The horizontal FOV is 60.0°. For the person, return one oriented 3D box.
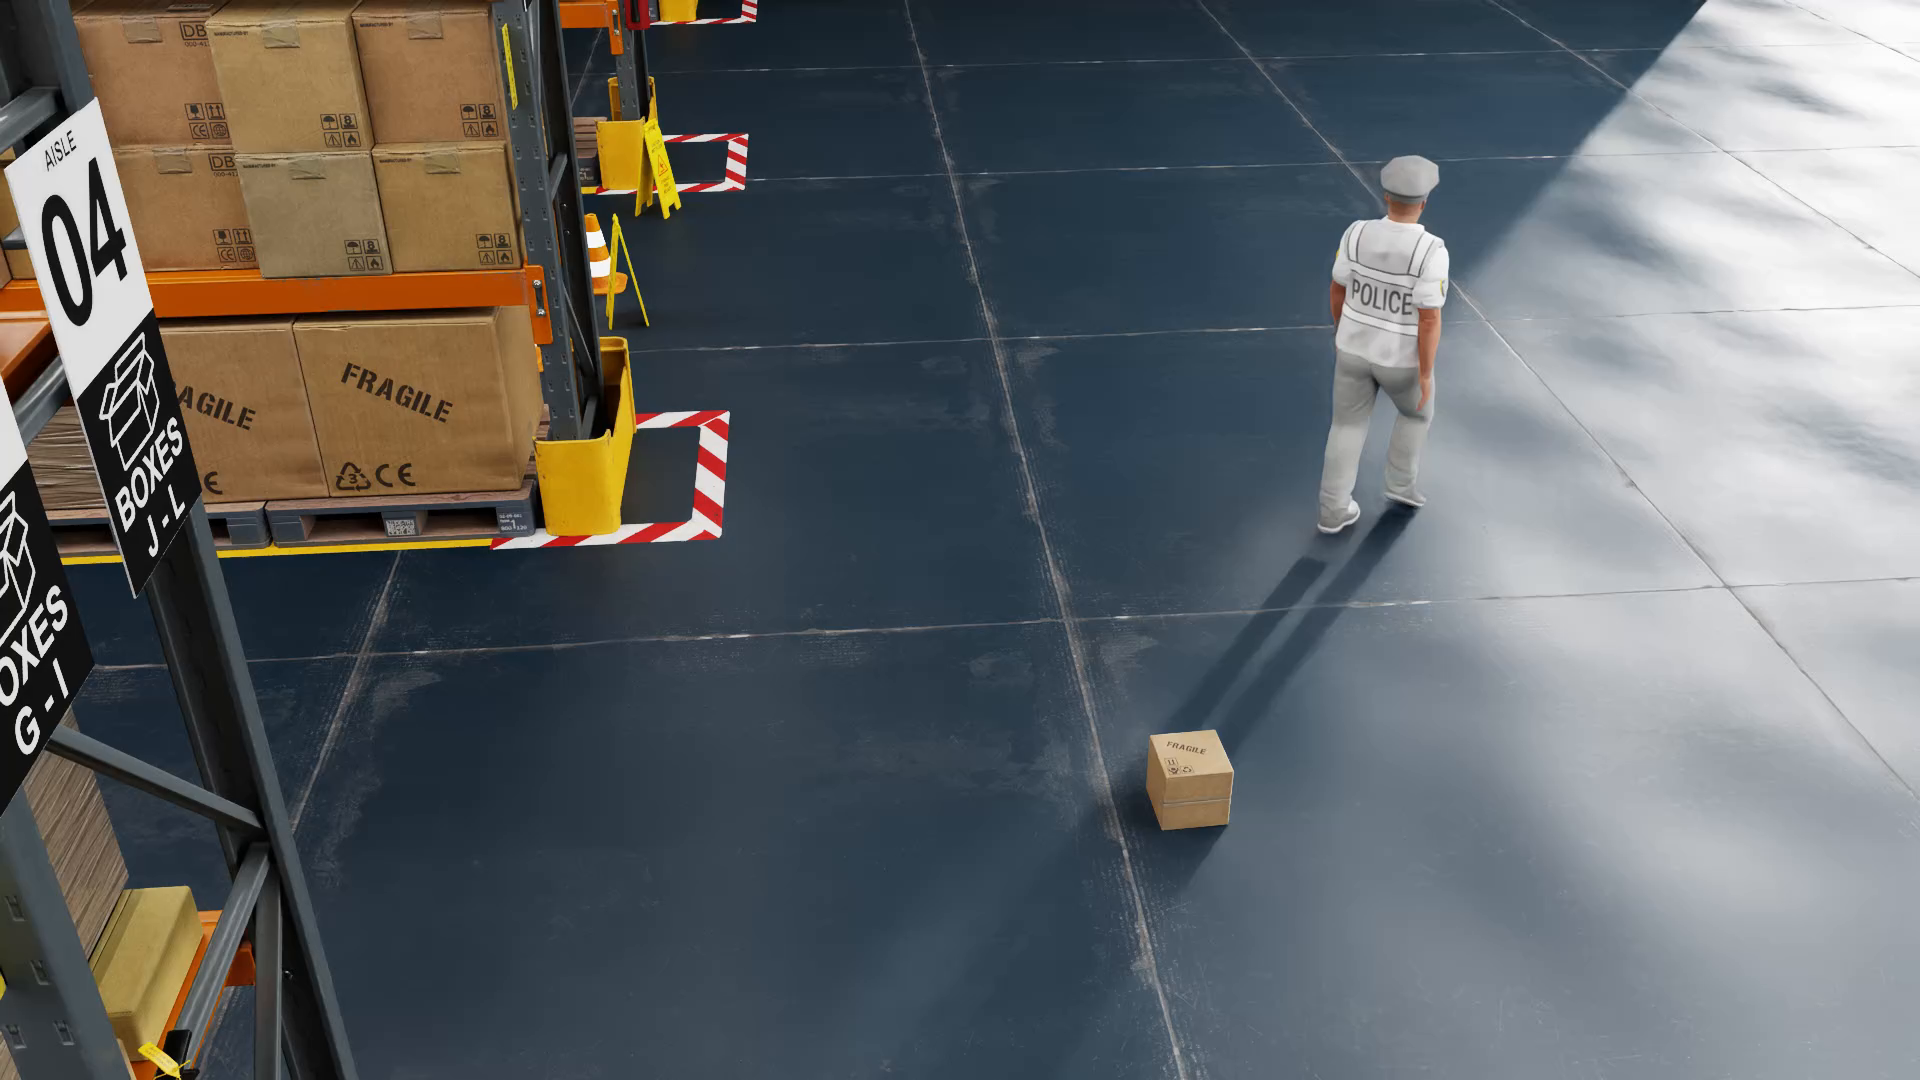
[{"bbox_3d":[1.943,-0.864,7.577,0.560,1.834,0.717,18,35,28],"label":"person"}]
